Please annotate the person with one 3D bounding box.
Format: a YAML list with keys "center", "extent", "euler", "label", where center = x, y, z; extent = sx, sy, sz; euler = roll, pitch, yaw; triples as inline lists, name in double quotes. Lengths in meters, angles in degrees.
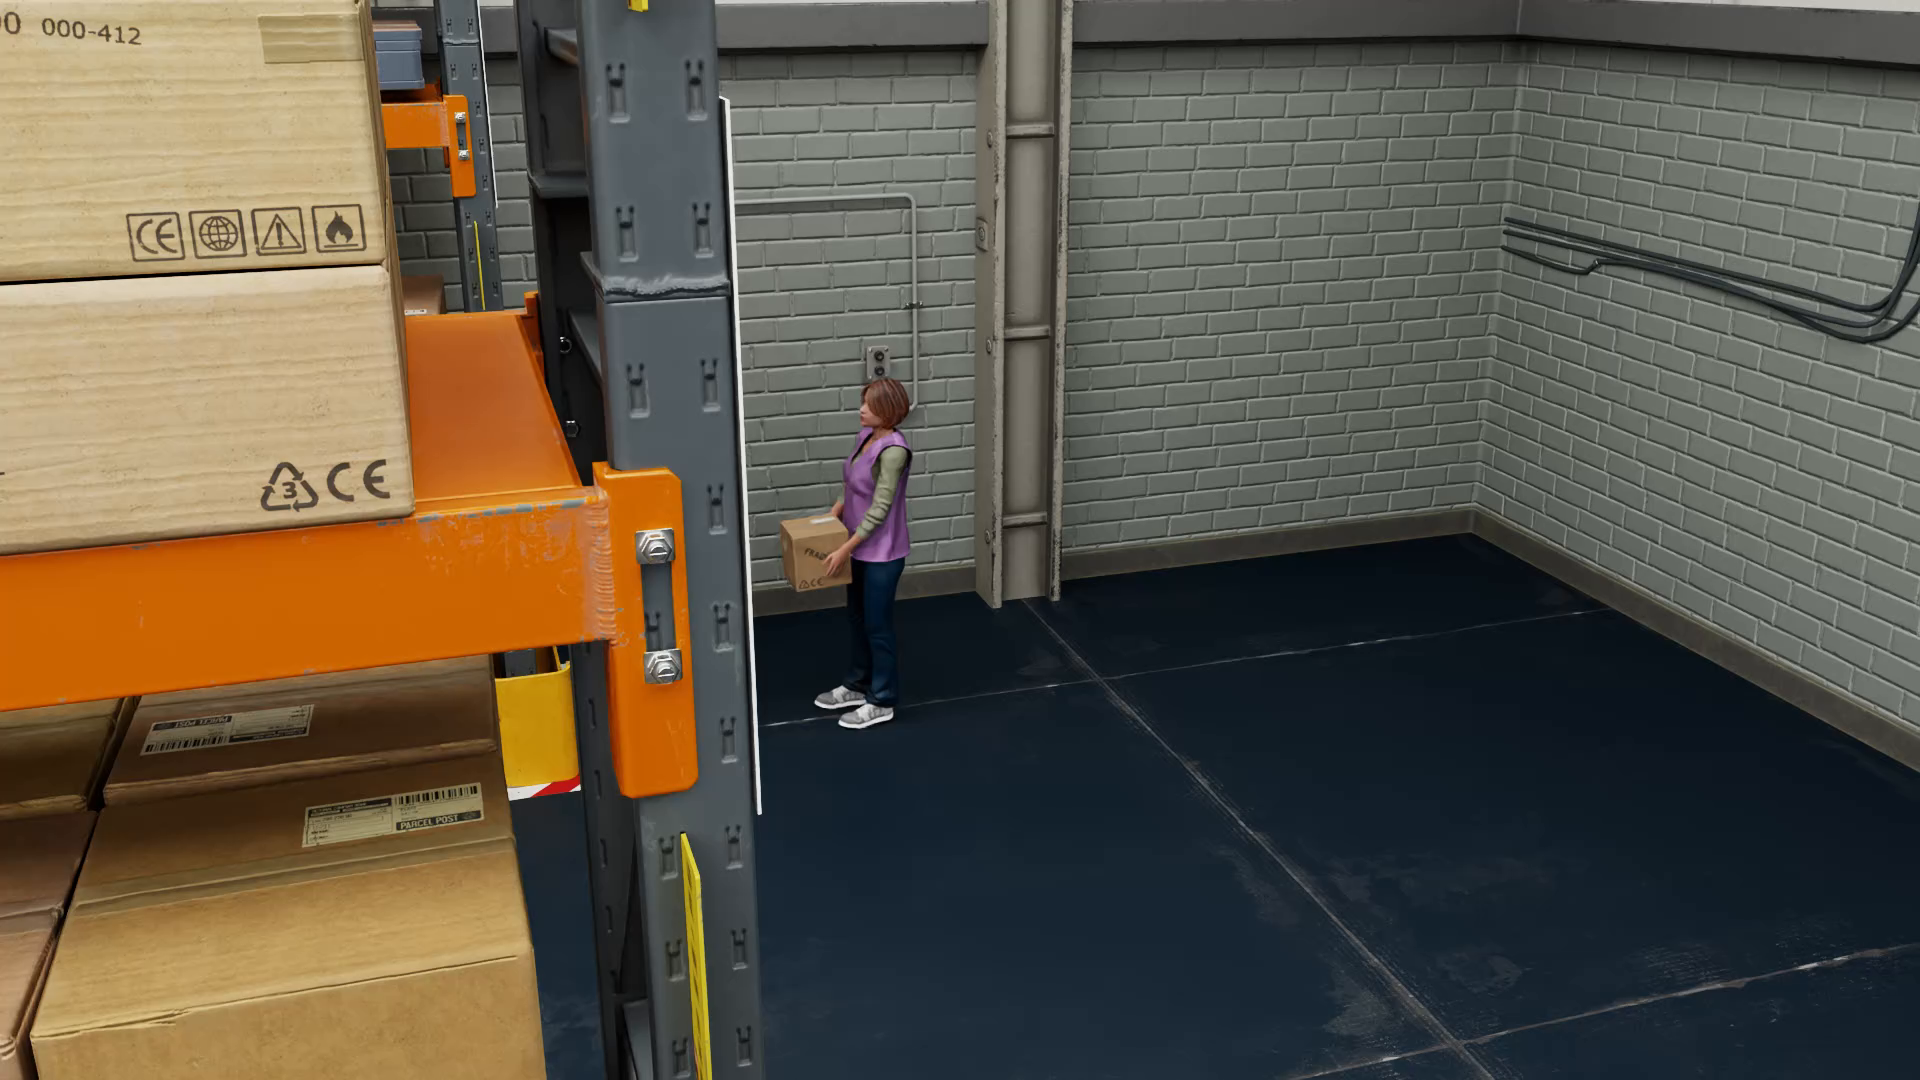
- center: [-0.433, 0.063, 7.393]
  extent: [0.431, 1.602, 0.452]
  euler: [-7, 21, -19]
  label: "person"
